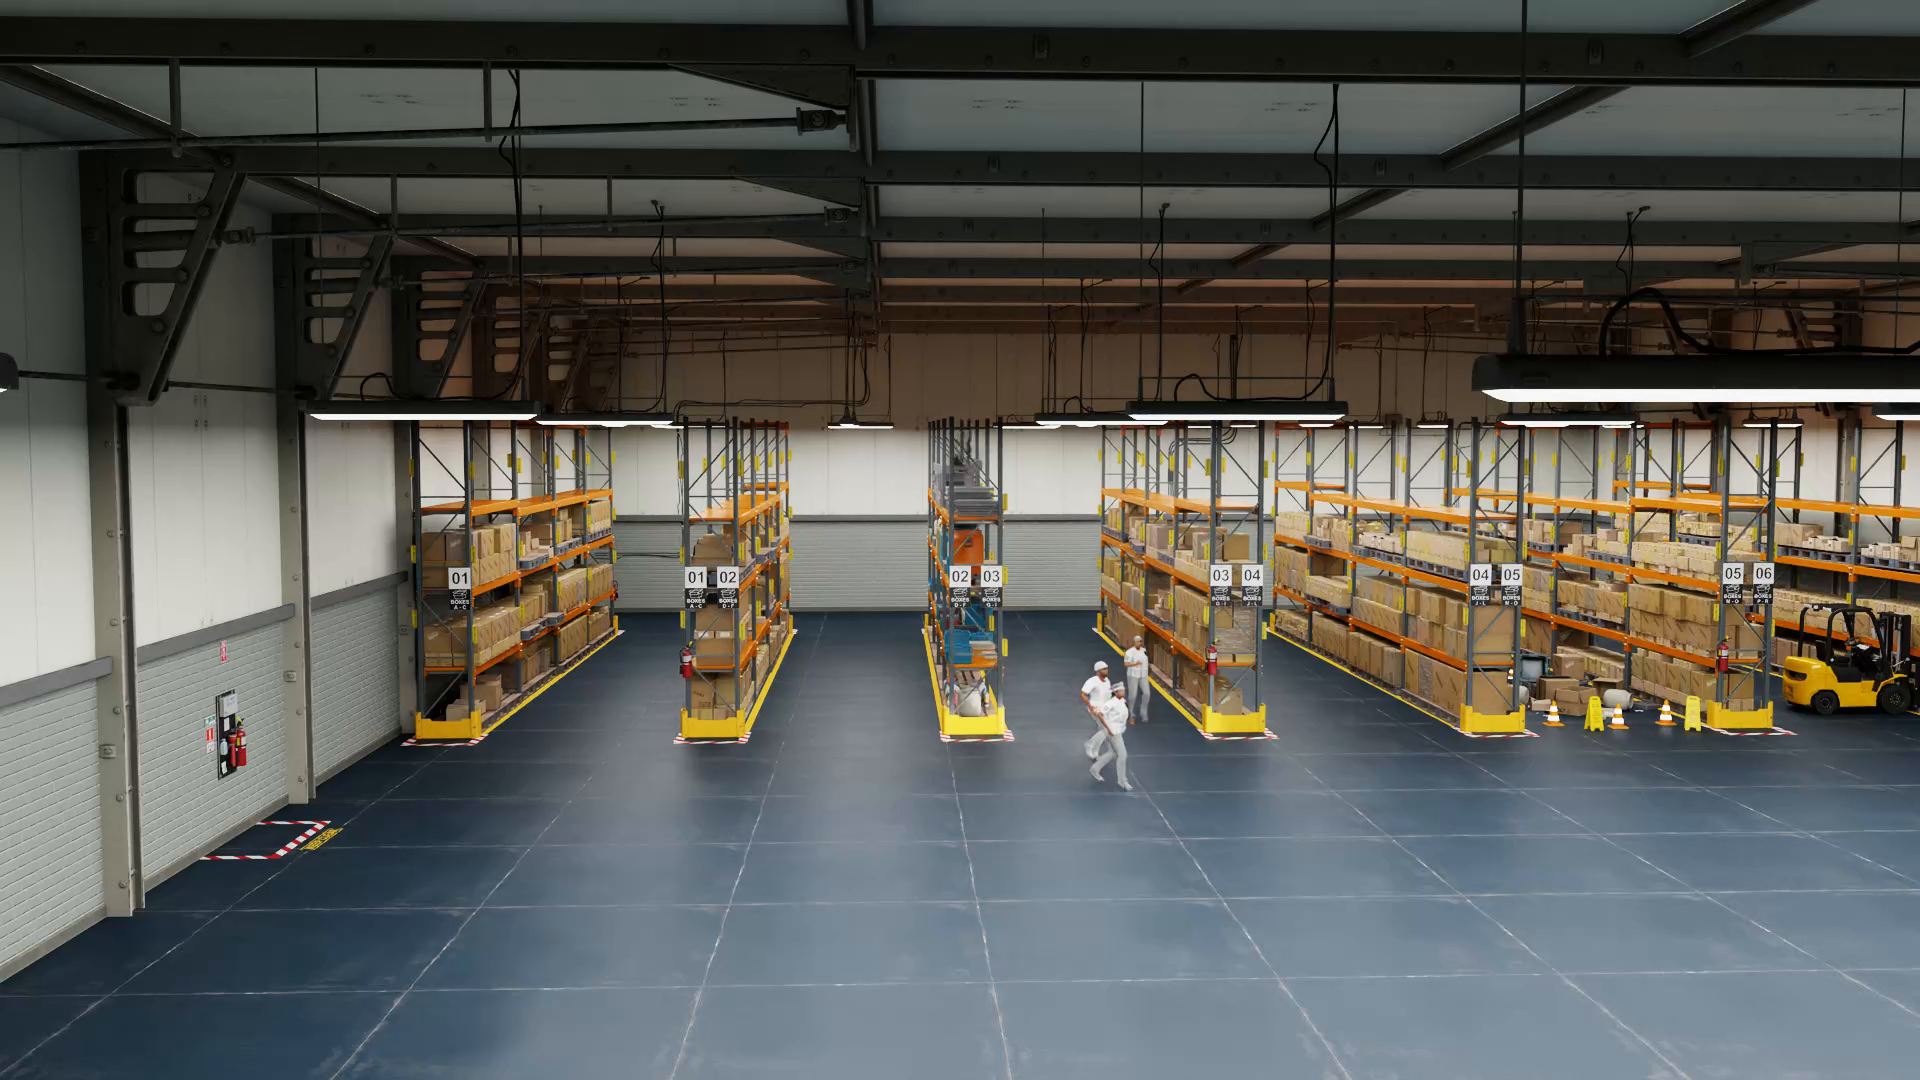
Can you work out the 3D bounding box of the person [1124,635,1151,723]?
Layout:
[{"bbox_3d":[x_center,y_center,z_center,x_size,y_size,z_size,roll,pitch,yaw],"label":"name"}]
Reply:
[{"bbox_3d":[3.520,2.748,32.938,0.585,1.723,0.708,-1,4,-15],"label":"person"}]

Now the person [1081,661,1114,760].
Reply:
[{"bbox_3d":[2.486,2.968,28.908,0.588,1.729,0.680,2,4,31],"label":"person"}]

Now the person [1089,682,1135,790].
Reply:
[{"bbox_3d":[2.470,3.127,26.793,0.779,1.730,0.576,2,4,27],"label":"person"}]
